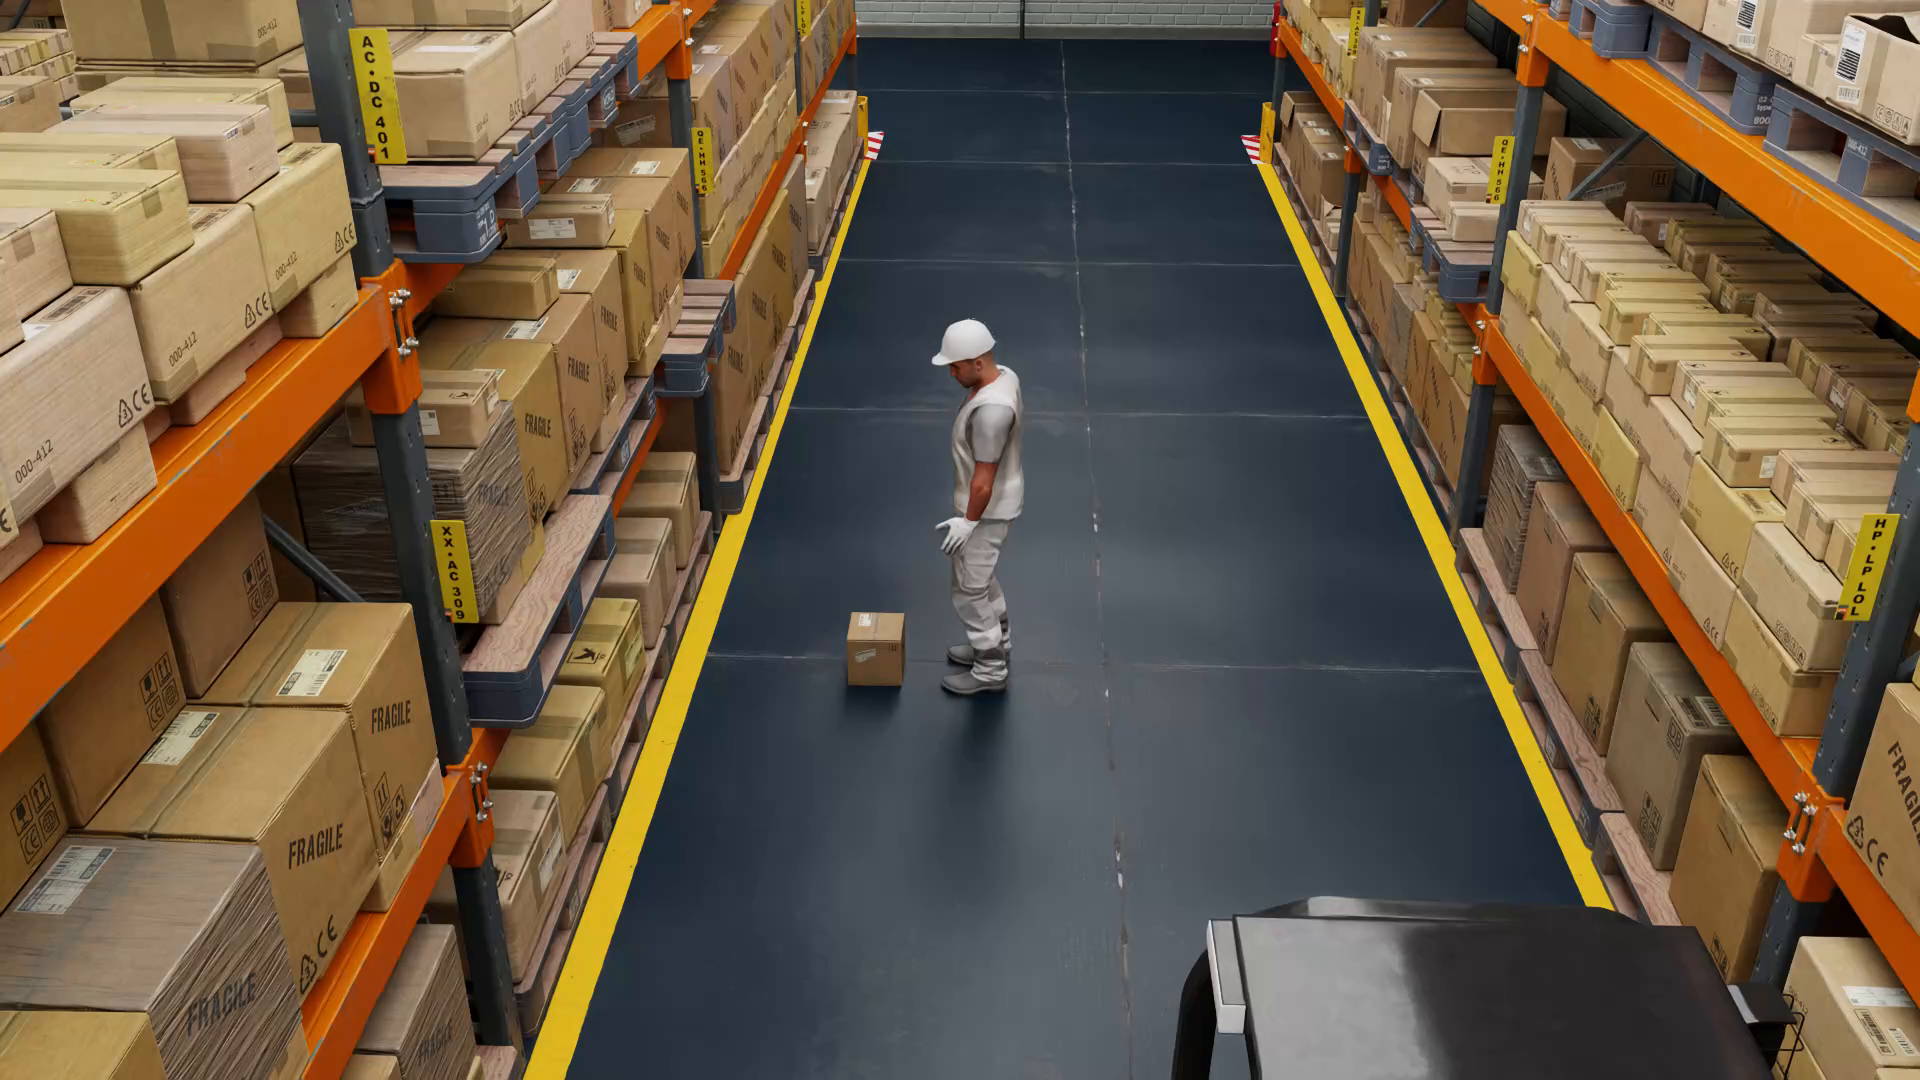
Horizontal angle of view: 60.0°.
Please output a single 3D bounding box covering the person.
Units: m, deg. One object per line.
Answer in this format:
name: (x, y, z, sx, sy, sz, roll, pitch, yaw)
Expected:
person: (0.081, -0.139, 7.388, 0.400, 1.763, 0.534, 2, 28, 3)
